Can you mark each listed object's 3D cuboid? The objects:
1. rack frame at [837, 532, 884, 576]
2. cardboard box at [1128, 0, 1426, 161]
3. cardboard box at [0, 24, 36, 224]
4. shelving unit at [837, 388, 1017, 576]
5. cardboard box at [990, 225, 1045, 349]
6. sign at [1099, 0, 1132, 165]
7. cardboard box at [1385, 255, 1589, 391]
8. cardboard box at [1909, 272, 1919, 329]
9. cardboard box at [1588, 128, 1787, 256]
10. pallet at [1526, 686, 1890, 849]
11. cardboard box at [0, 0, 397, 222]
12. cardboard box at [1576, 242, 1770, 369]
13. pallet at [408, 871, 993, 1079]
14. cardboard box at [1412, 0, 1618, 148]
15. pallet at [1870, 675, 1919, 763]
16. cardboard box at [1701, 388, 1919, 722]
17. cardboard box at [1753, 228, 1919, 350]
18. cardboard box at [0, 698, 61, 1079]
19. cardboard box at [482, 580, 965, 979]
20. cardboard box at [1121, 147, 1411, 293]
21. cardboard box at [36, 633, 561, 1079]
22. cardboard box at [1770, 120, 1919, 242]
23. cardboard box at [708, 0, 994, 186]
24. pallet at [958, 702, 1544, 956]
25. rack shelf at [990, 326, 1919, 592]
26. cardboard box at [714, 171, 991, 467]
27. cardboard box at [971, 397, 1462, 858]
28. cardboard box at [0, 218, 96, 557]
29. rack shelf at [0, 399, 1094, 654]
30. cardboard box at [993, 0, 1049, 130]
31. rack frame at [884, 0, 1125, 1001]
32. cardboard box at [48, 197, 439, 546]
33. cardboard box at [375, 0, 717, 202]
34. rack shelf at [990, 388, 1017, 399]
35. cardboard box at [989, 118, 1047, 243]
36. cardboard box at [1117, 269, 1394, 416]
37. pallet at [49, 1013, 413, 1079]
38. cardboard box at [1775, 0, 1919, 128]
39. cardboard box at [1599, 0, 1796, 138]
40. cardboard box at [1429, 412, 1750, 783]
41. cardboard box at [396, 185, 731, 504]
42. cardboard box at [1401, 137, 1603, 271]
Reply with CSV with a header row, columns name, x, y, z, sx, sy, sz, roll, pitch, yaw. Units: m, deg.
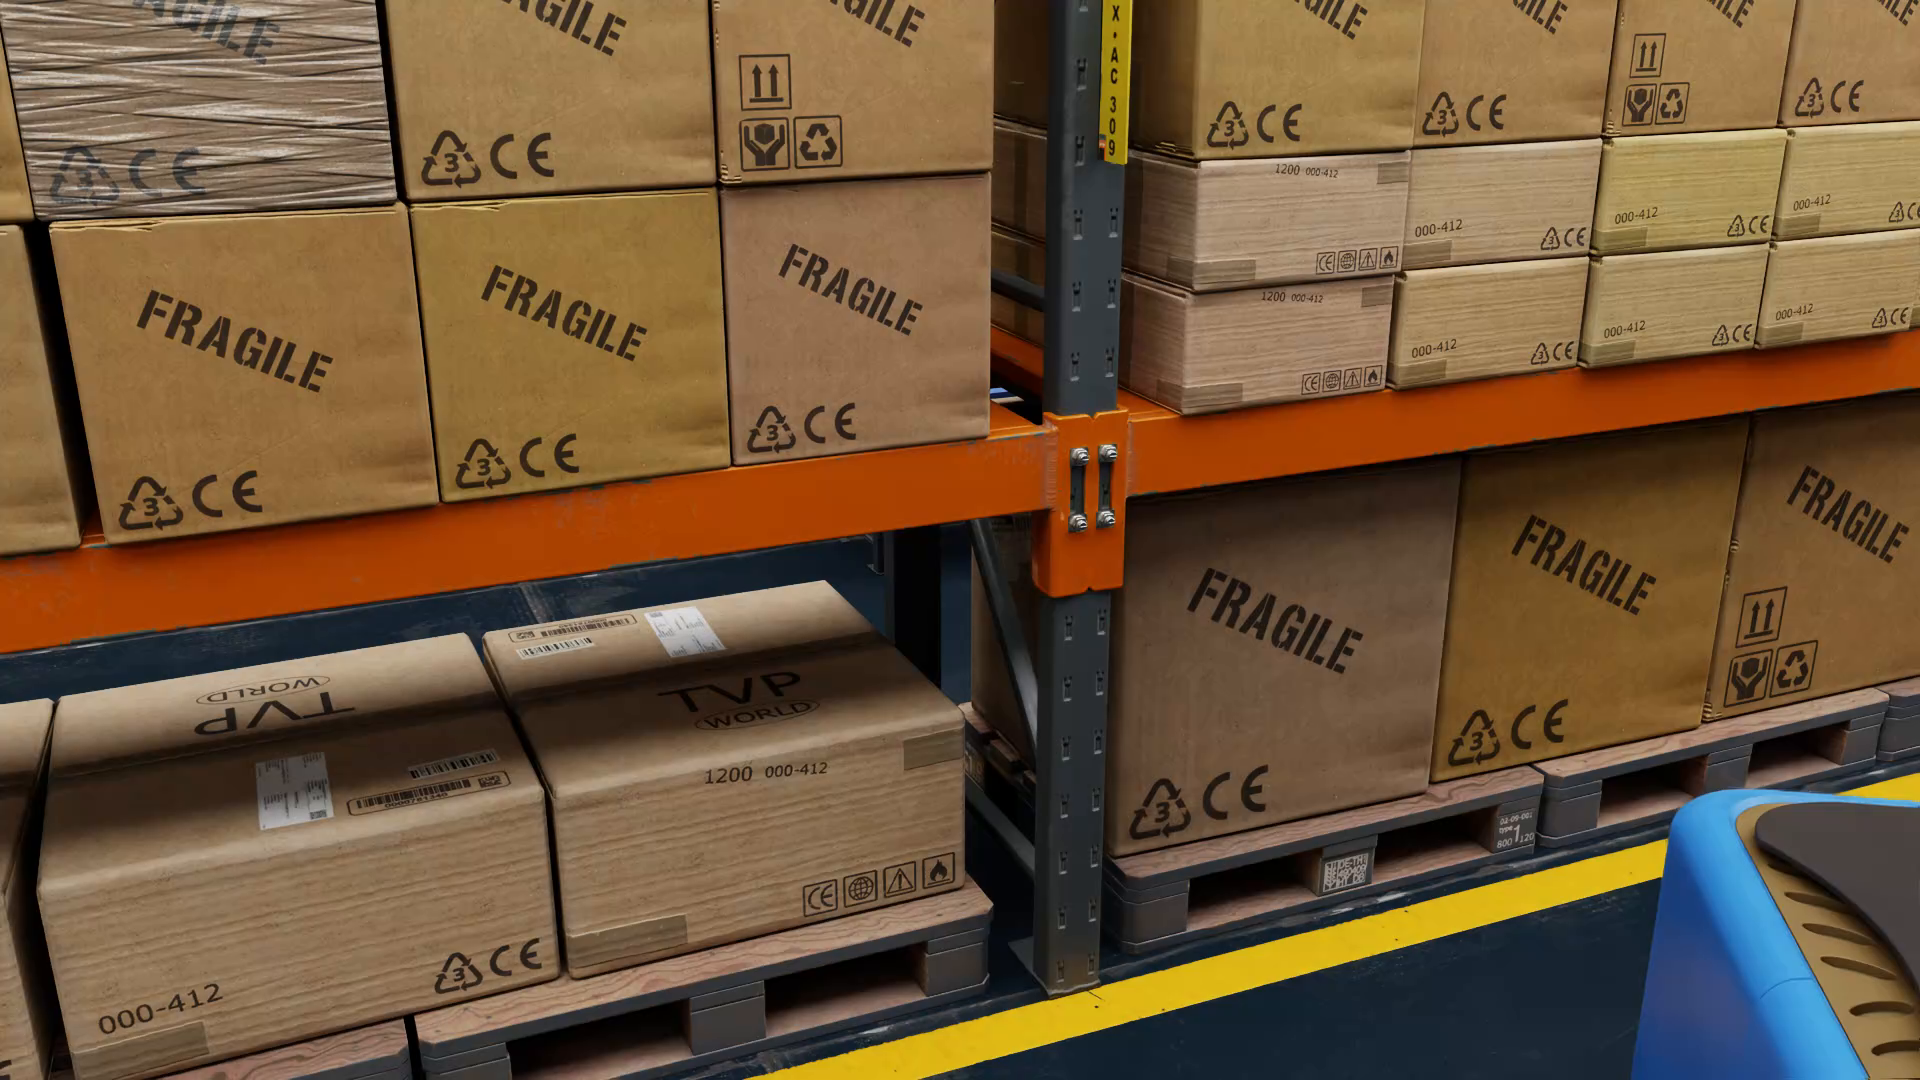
name,x,y,z,sx,sy,sz,roll,pitch,yaw
rack frame,-0.388,-0.652,6.115,0.032,1.500,0.500,-8,21,-22
cardboard box,0.574,-1.053,3.341,0.500,0.500,0.500,-8,21,-21
cardboard box,-1.664,-0.739,2.449,0.500,0.500,0.500,-8,21,-22
shelving unit,0.078,-0.719,6.305,1.048,1.500,0.538,-8,21,-22
cardboard box,0.368,-0.629,4.019,0.500,0.250,0.500,-9,21,-23
sign,0.278,-0.841,2.971,0.005,0.325,0.100,-8,21,-22
cardboard box,1.040,-0.539,3.763,0.500,0.250,0.500,-9,21,-23
cardboard box,2.436,-0.741,4.335,0.500,0.250,0.500,-8,21,-22
cardboard box,1.514,-0.837,3.855,0.500,0.250,0.500,-8,21,-21
pallet,1.857,0.465,4.884,1.213,0.211,1.003,-8,21,-22
cardboard box,-1.200,-0.803,2.629,0.500,0.500,0.500,-8,21,-21
cardboard box,1.516,-0.602,3.941,0.500,0.250,0.500,-8,21,-22
pallet,-0.673,0.827,3.855,1.213,0.211,1.003,-8,21,-22
cardboard box,1.030,-1.129,3.555,0.500,0.500,0.500,-8,21,-22
pallet,2.975,0.306,5.336,1.213,0.211,1.003,-8,21,-22
cardboard box,2.241,-0.105,4.870,0.875,0.875,0.875,-8,21,-21
cardboard box,1.979,-0.665,4.120,0.500,0.250,0.500,-9,21,-23
cardboard box,-2.213,0.732,3.152,0.875,0.438,0.875,-8,21,-20
cardboard box,-0.563,0.496,3.822,0.875,0.438,0.875,-8,21,-23
cardboard box,0.572,-0.701,3.470,0.500,0.250,0.500,-9,21,-23
cardboard box,-1.384,0.614,3.487,0.875,0.438,0.875,-9,21,-24
cardboard box,1.977,-0.904,4.045,0.500,0.250,0.500,-9,21,-24
cardboard box,-0.267,-0.937,3.010,0.500,0.500,0.500,-8,21,-22
pallet,0.735,0.627,4.425,1.213,0.211,1.003,-8,21,-22
rack shelf,1.893,-0.488,4.475,4.000,0.370,1.077,-8,21,-22
cardboard box,-0.268,-0.472,3.197,0.500,0.500,0.500,-8,21,-21
cardboard box,0.594,0.134,4.192,0.875,0.875,0.875,-7,21,-20
cardboard box,-1.681,-0.268,2.617,0.500,0.500,0.500,-7,21,-20
rack shelf,-1.780,0.038,2.980,4.000,0.370,1.077,-8,21,-22
cardboard box,0.367,-1.218,3.810,0.500,0.500,0.500,-7,21,-20
rack frame,0.056,-0.564,3.608,0.127,3.000,1.000,-8,21,-22
cardboard box,-1.194,-0.332,2.799,0.500,0.500,0.500,-8,21,-23
cardboard box,-0.737,-0.872,2.827,0.500,0.500,0.500,-8,21,-23
rack shelf,0.078,-0.549,6.365,1.000,0.185,0.538,-8,21,-22
cardboard box,0.365,-0.861,3.925,0.500,0.250,0.500,-8,21,-22
cardboard box,0.565,-0.471,3.569,0.500,0.250,0.500,-9,21,-23
pallet,-1.795,0.989,3.395,1.213,0.211,1.003,-8,21,-22
cardboard box,1.964,-1.264,3.939,0.500,0.500,0.500,-9,21,-23
cardboard box,1.492,-1.194,3.740,0.500,0.500,0.500,-9,21,-23
cardboard box,1.420,0.013,4.536,0.875,0.875,0.875,-8,21,-20
cardboard box,-0.738,-0.403,3.000,0.500,0.500,0.500,-9,21,-23
cardboard box,1.040,-0.778,3.689,0.500,0.250,0.500,-8,21,-21
